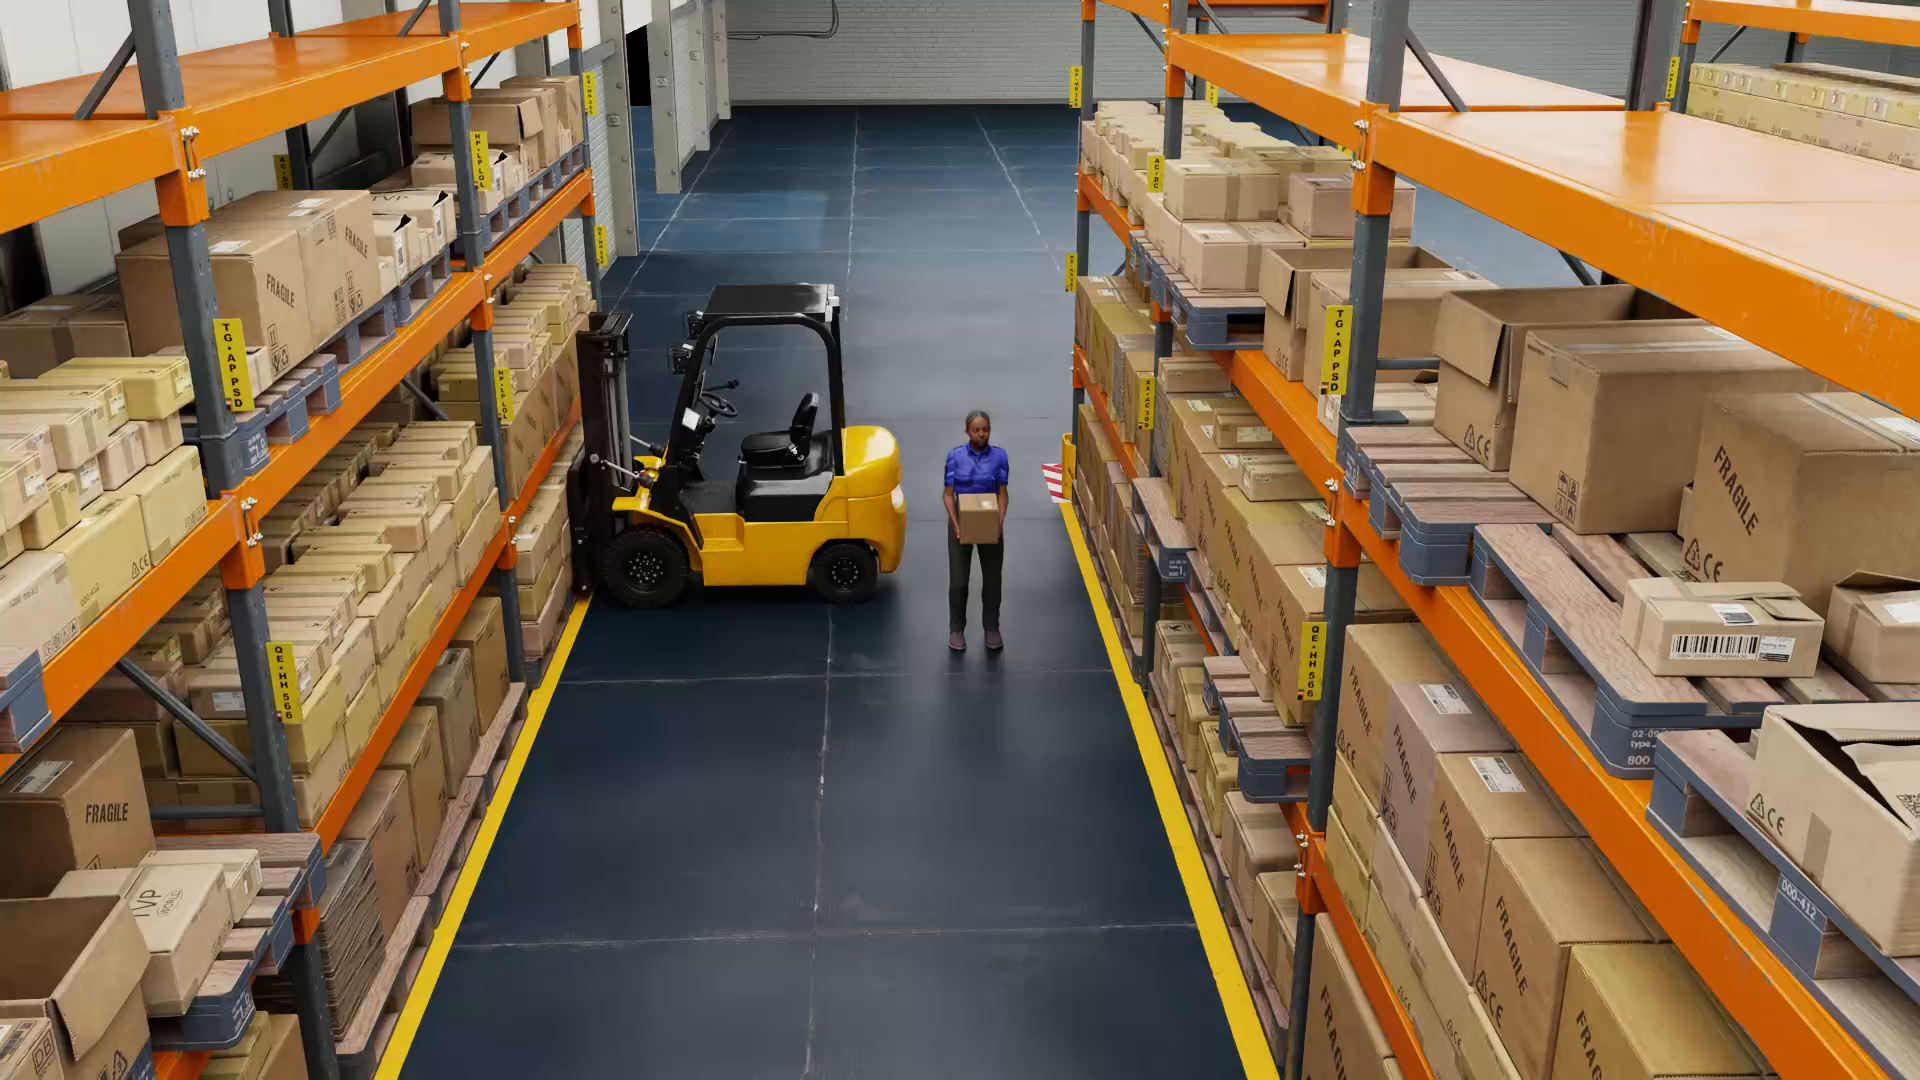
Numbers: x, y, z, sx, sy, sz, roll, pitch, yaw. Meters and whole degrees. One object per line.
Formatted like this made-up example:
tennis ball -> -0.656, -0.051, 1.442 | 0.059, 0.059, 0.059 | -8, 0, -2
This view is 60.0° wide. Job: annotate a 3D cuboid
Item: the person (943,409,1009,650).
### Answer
person -> 0.110, -0.042, 11.212 | 0.451, 1.649, 0.514 | -1, 21, -3
